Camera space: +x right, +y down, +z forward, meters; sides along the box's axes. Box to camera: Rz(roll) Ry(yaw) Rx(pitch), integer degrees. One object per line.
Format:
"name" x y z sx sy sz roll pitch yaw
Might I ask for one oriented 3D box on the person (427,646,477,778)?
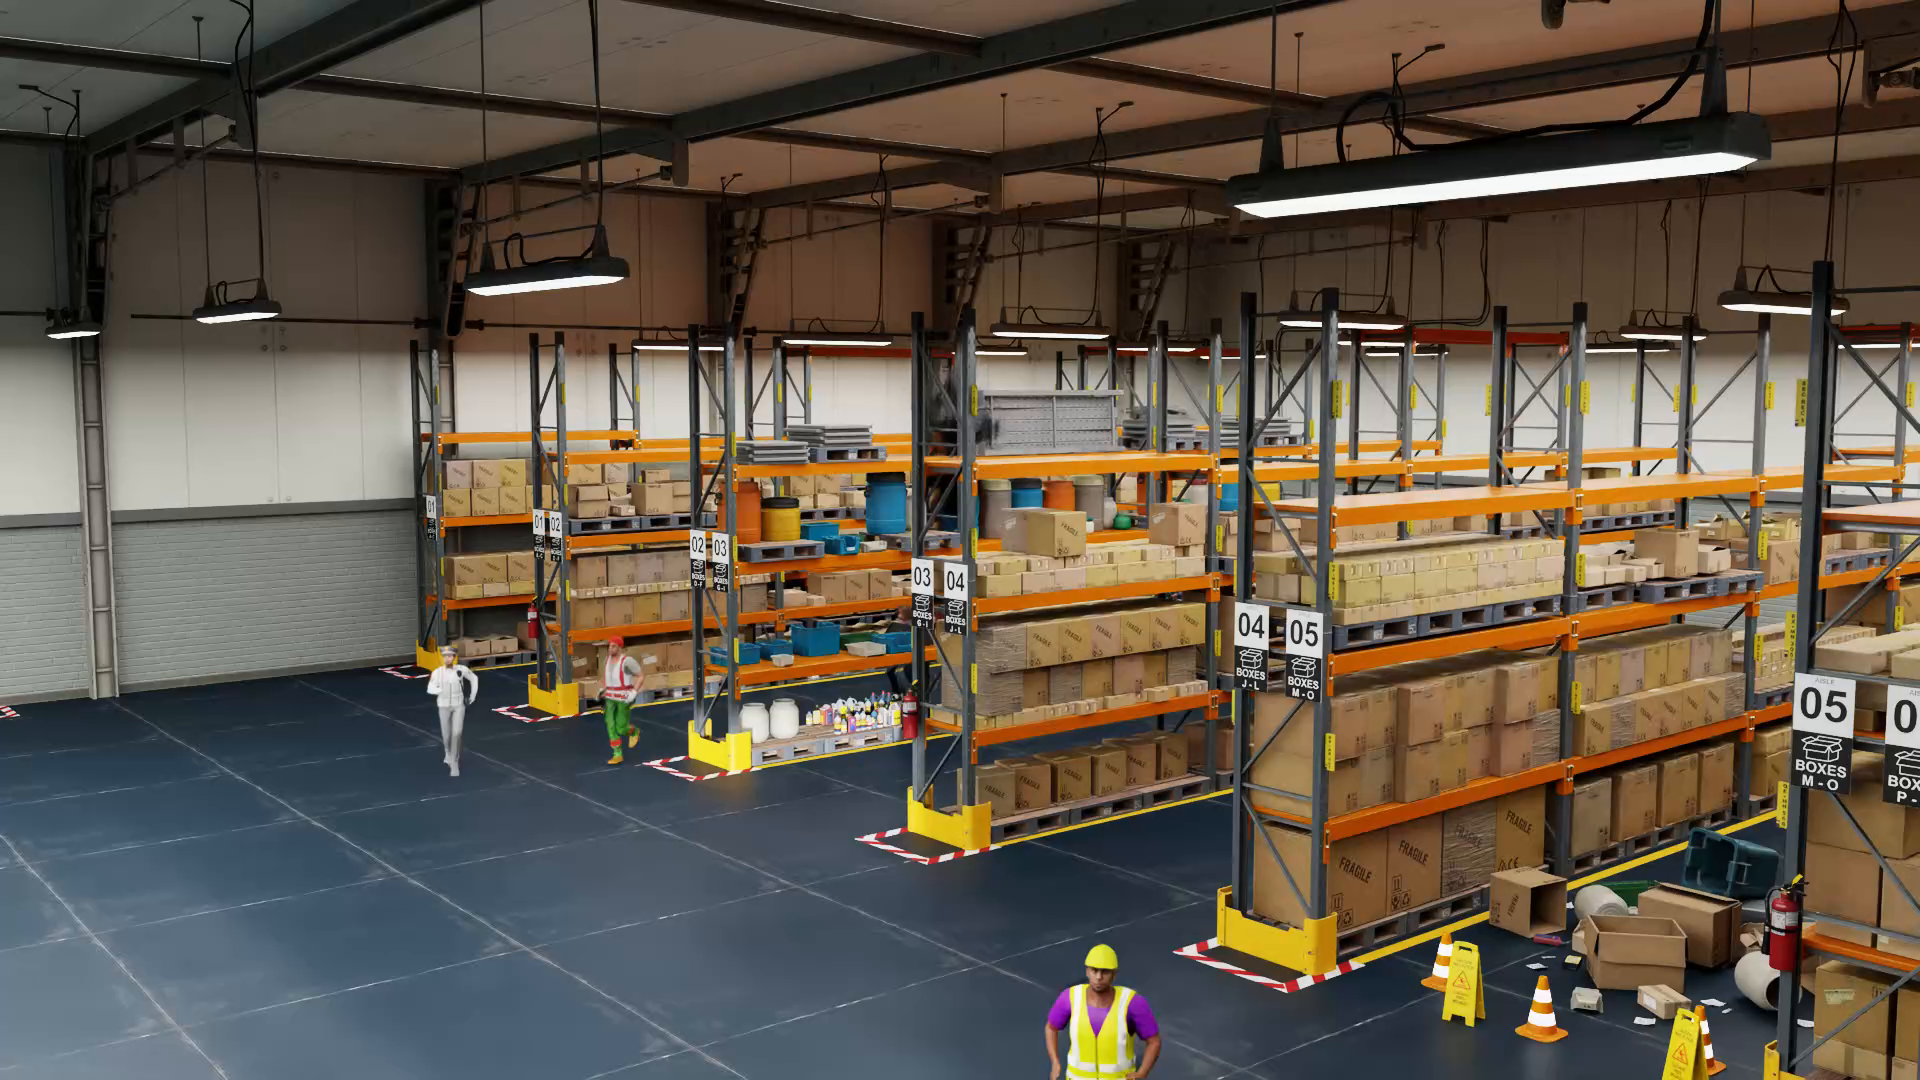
"person" -6.826 2.266 22.324 0.605 1.714 0.896 -1 5 -9

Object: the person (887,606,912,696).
"person" -0.930 1.882 26.889 0.503 1.627 0.691 5 7 42

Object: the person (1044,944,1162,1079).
"person" 0.877 3.348 10.319 0.739 1.734 0.795 1 5 12

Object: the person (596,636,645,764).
"person" -4.632 2.181 22.868 0.667 1.760 0.681 2 6 23
